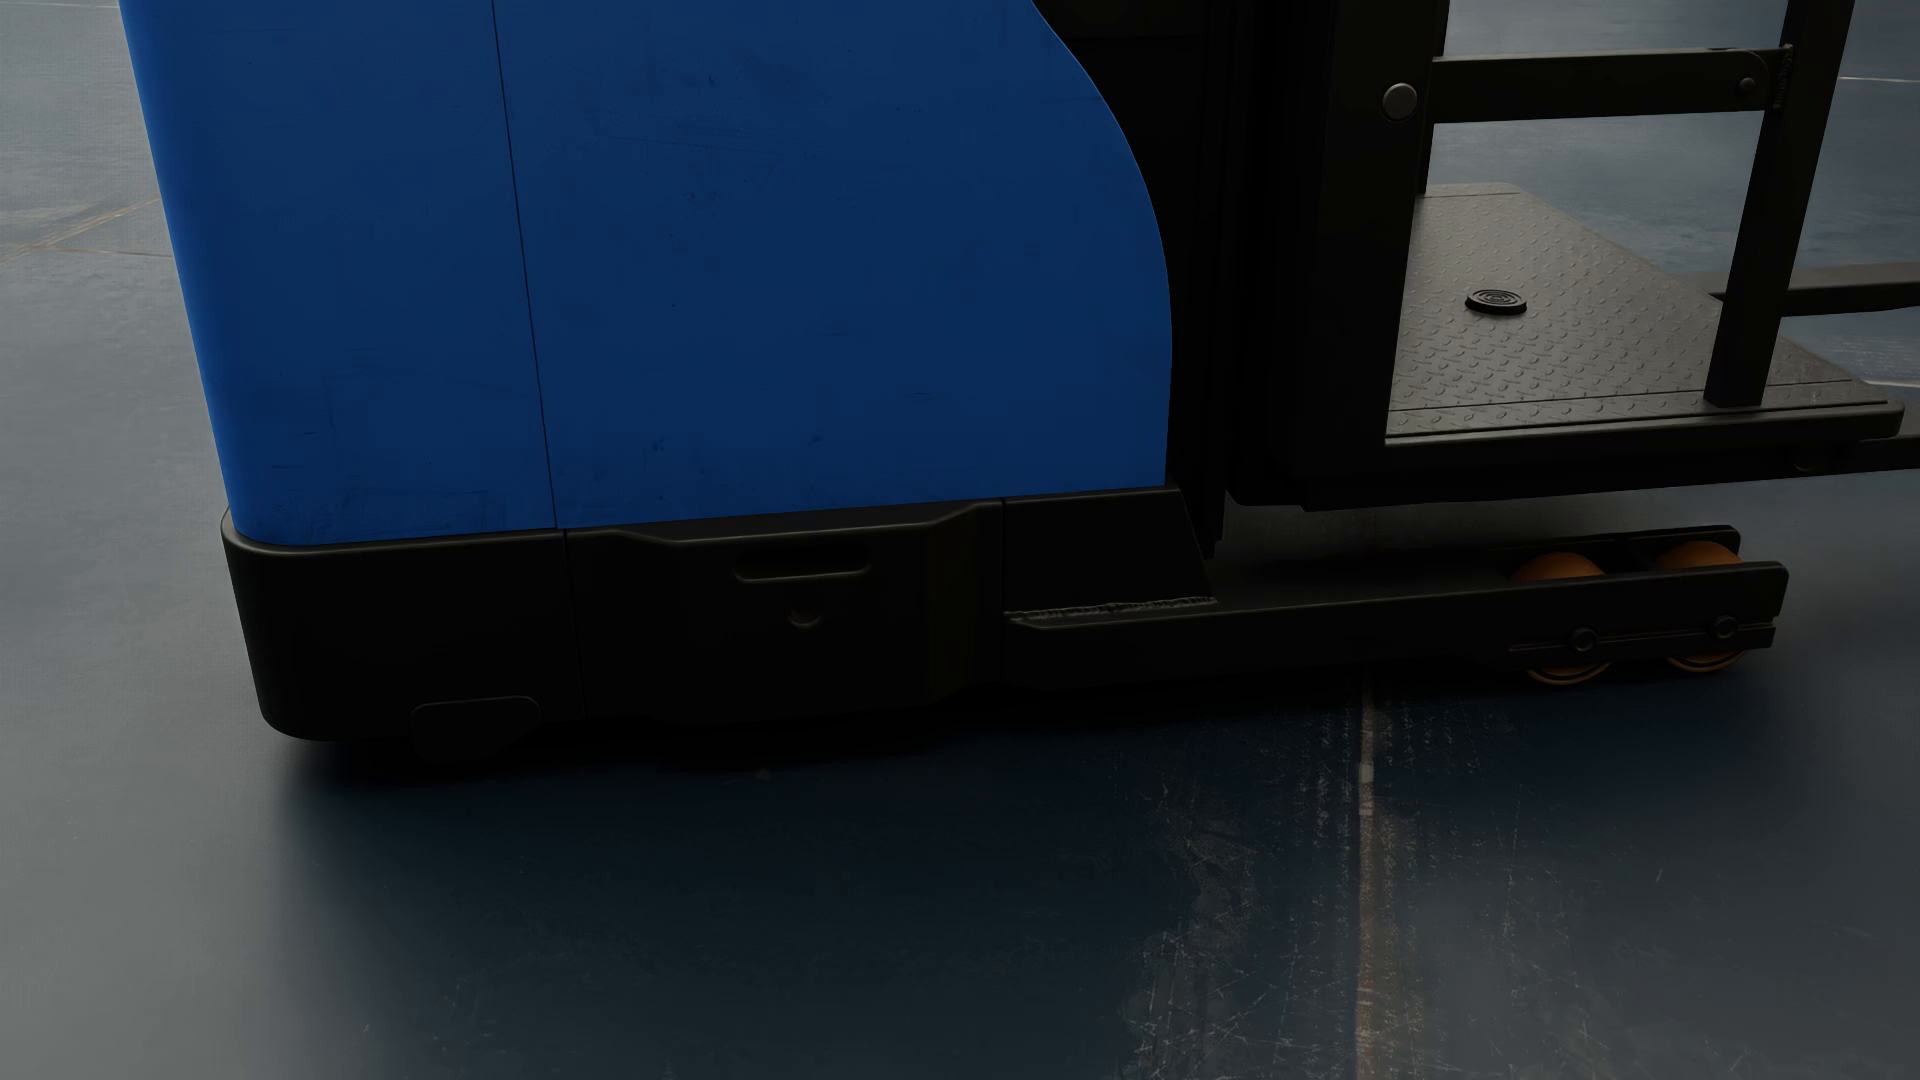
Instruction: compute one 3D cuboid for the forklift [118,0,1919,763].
[{"bbox_3d":[0.600,-1.354,1.930,3.031,2.935,1.130,-4,27,-9],"label":"forklift"}]
